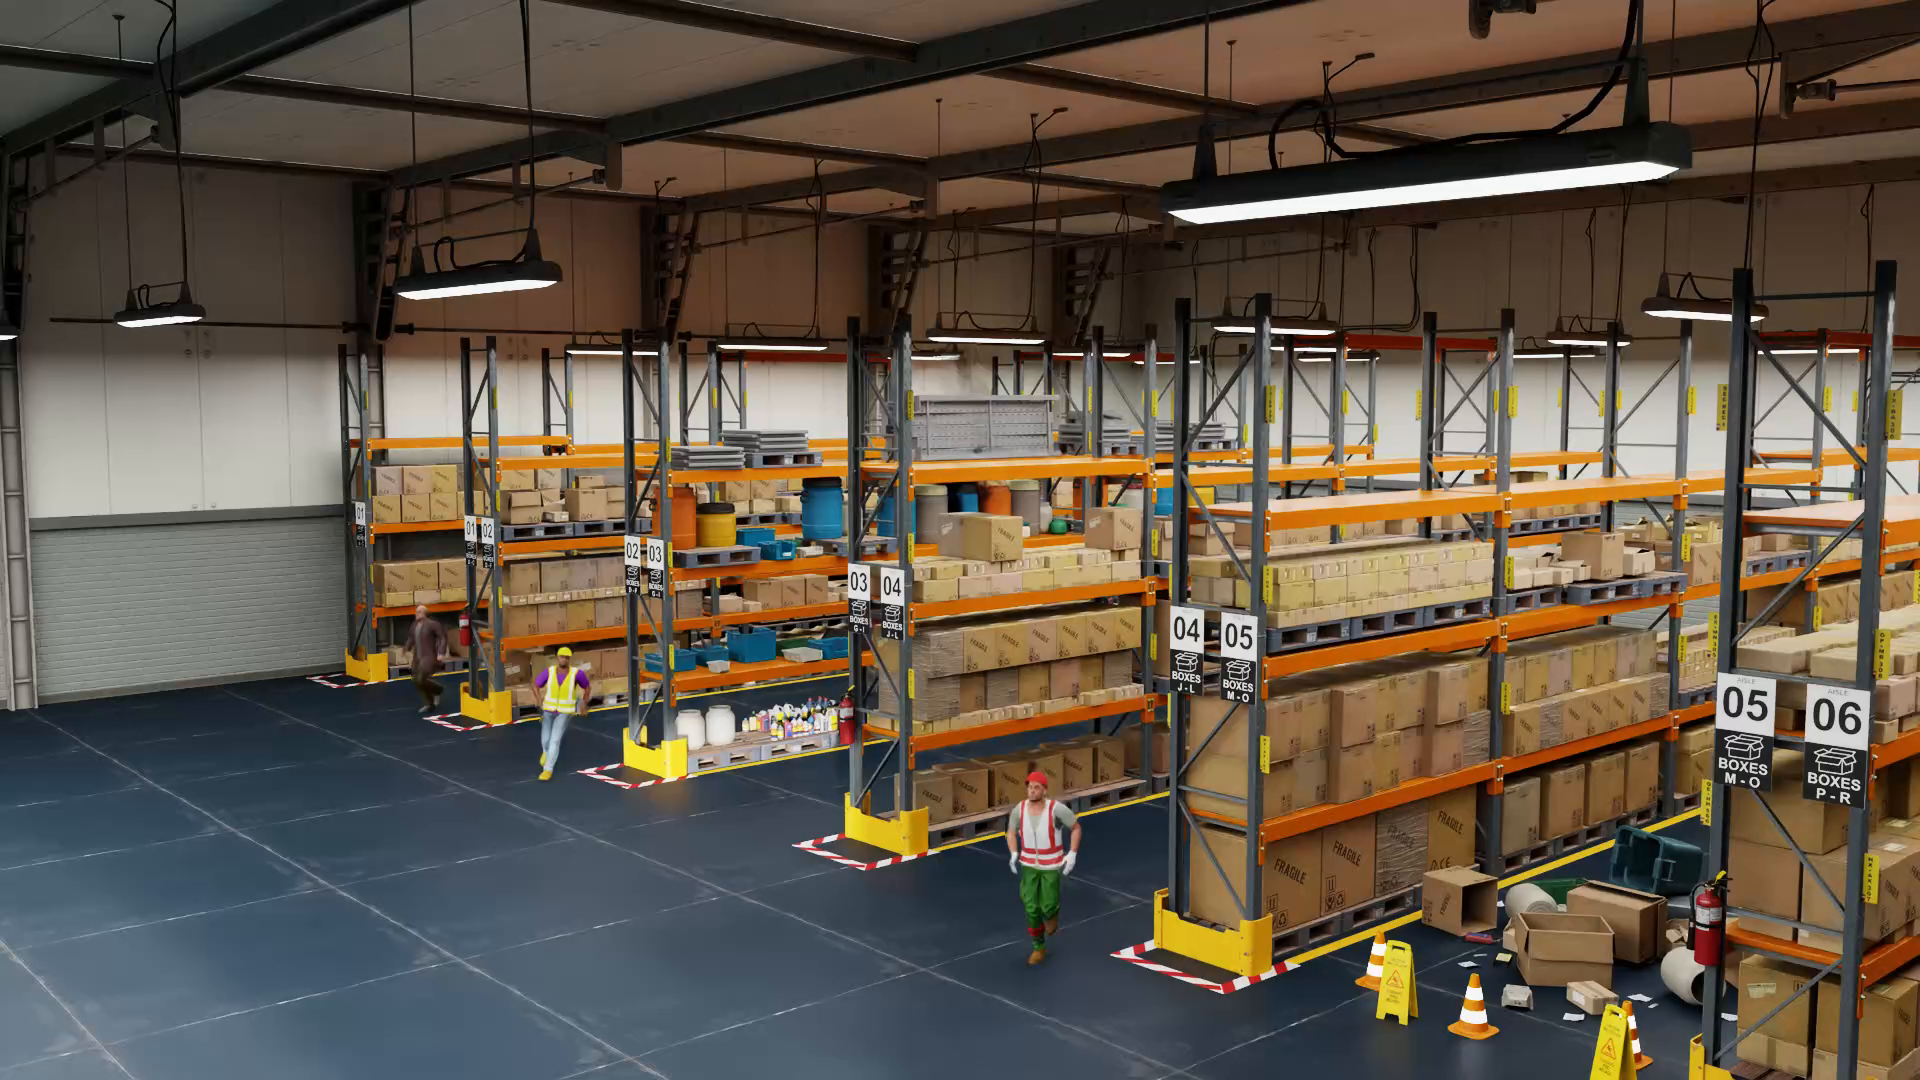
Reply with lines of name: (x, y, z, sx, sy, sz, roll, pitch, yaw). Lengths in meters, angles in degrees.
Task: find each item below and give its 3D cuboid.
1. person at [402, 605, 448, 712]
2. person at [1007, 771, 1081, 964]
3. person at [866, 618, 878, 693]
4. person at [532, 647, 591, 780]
person: (-8.633, 1.910, 26.795, 0.725, 1.740, 0.659, 2, 6, 26)
person: (0.763, 2.950, 15.142, 0.681, 1.753, 0.586, 2, 5, 18)
person: (-1.633, 1.811, 28.189, 0.681, 1.659, 0.470, 3, 6, 34)
person: (-5.381, 2.297, 22.349, 0.752, 1.725, 0.925, 0, 5, -3)
